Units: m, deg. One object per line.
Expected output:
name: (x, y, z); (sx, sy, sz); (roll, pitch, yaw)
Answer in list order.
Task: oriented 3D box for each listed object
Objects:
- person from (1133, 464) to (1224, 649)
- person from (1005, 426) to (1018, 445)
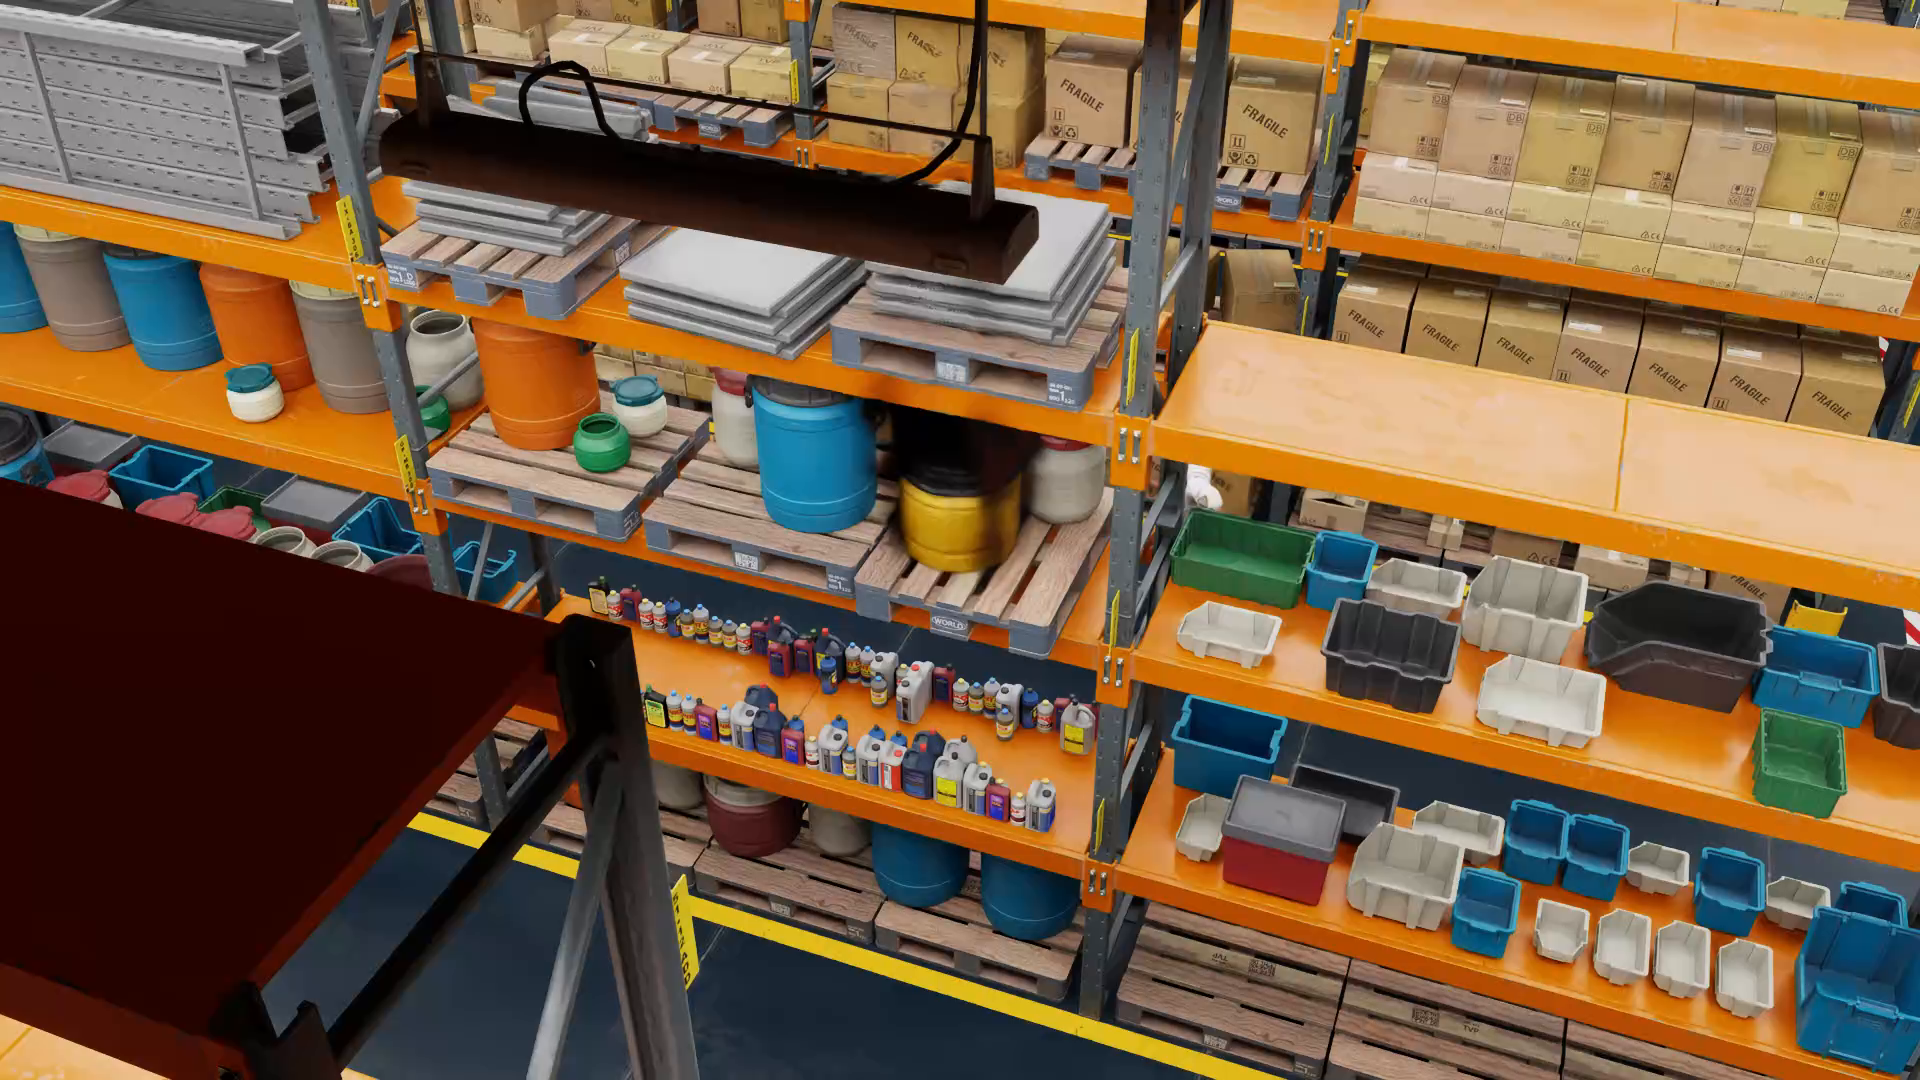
person: (1.522, -0.011, 11.462); (0.760, 1.893, 0.637); (9, 37, 12)
person: (0.106, -0.284, 11.856); (0.636, 1.730, 0.700); (11, 38, 15)
